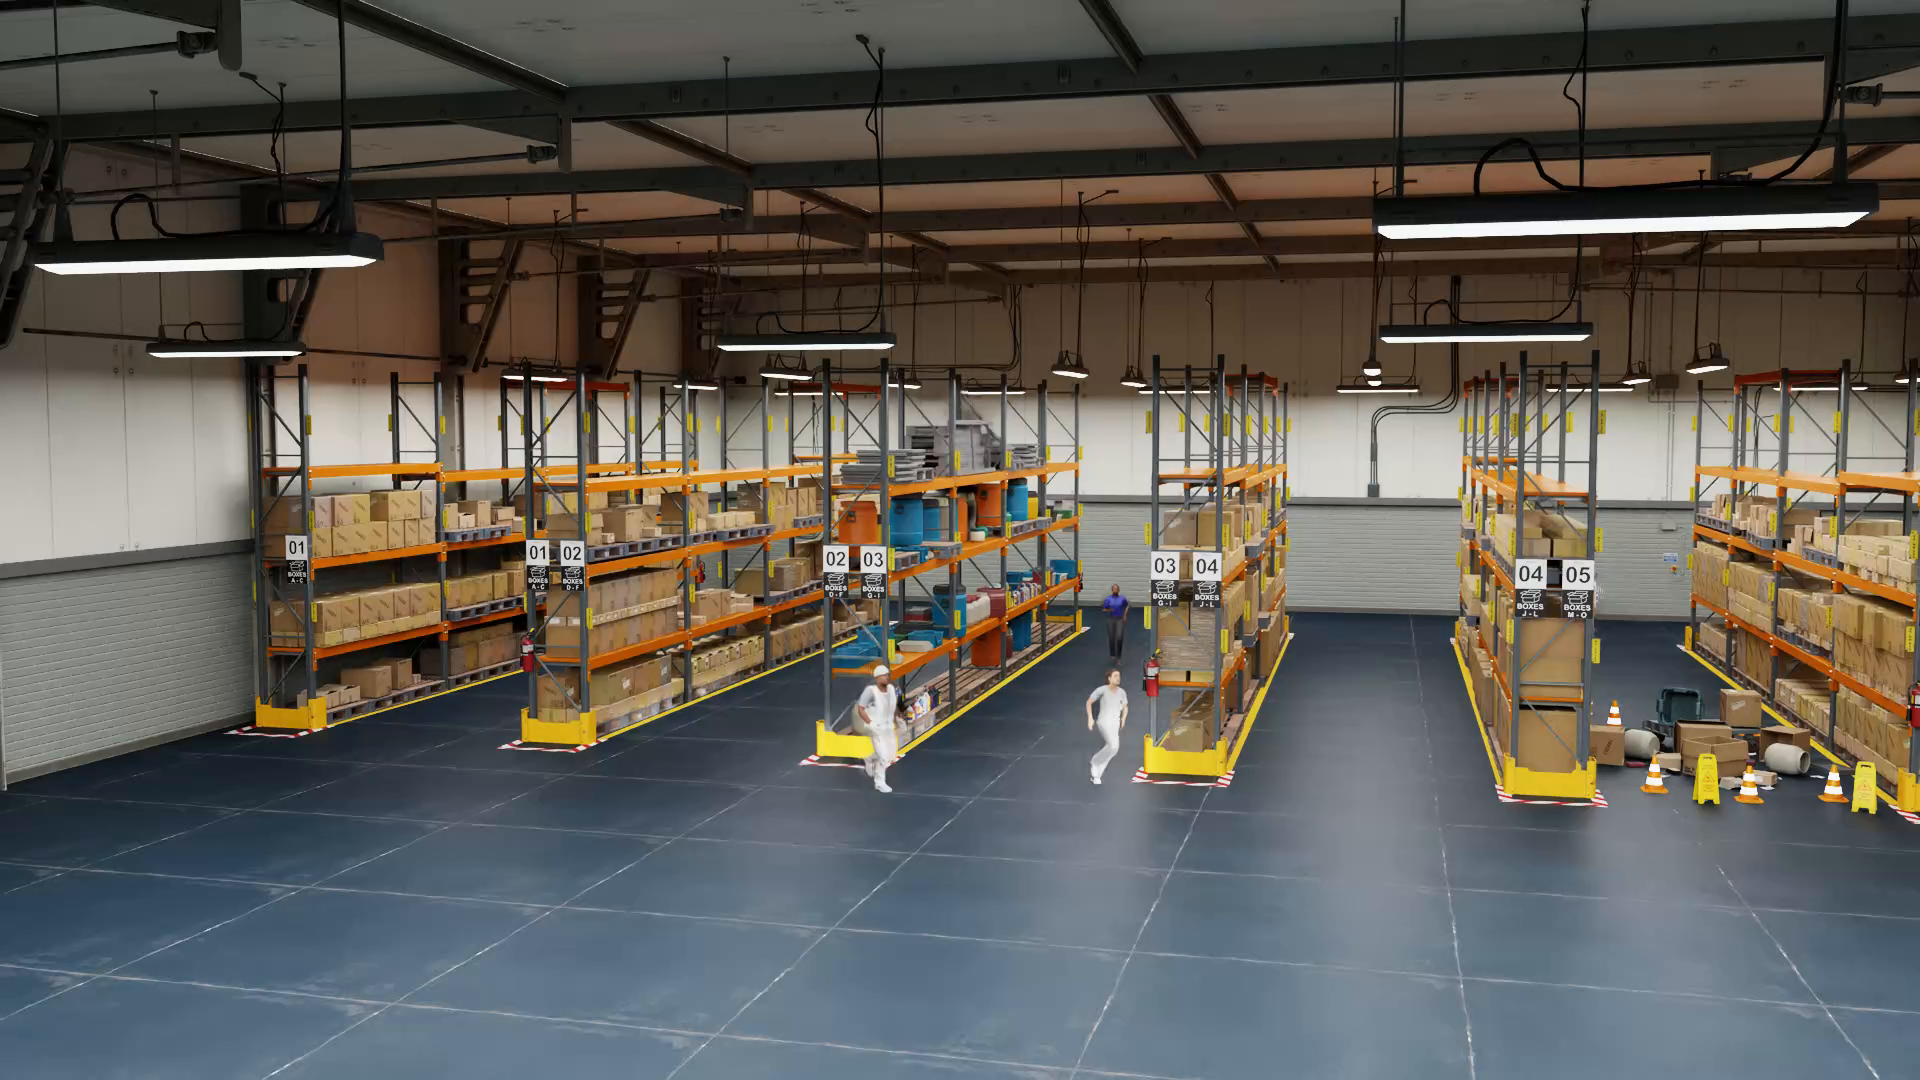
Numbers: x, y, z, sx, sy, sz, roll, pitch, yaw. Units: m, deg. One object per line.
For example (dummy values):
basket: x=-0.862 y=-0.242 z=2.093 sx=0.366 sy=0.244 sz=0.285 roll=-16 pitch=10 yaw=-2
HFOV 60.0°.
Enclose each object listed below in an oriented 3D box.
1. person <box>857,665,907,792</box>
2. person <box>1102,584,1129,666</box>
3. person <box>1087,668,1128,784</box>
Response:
person: x=-1.159 y=2.570 z=22.836 sx=0.638 sy=1.729 sz=0.665 roll=4 pitch=5 yaw=42
person: x=3.258 y=1.777 z=34.845 sx=0.556 sy=1.713 sz=0.714 roll=0 pitch=4 yaw=6
person: x=2.122 y=2.596 z=23.190 sx=0.591 sy=1.599 sz=0.538 roll=-2 pitch=4 yaw=-27
